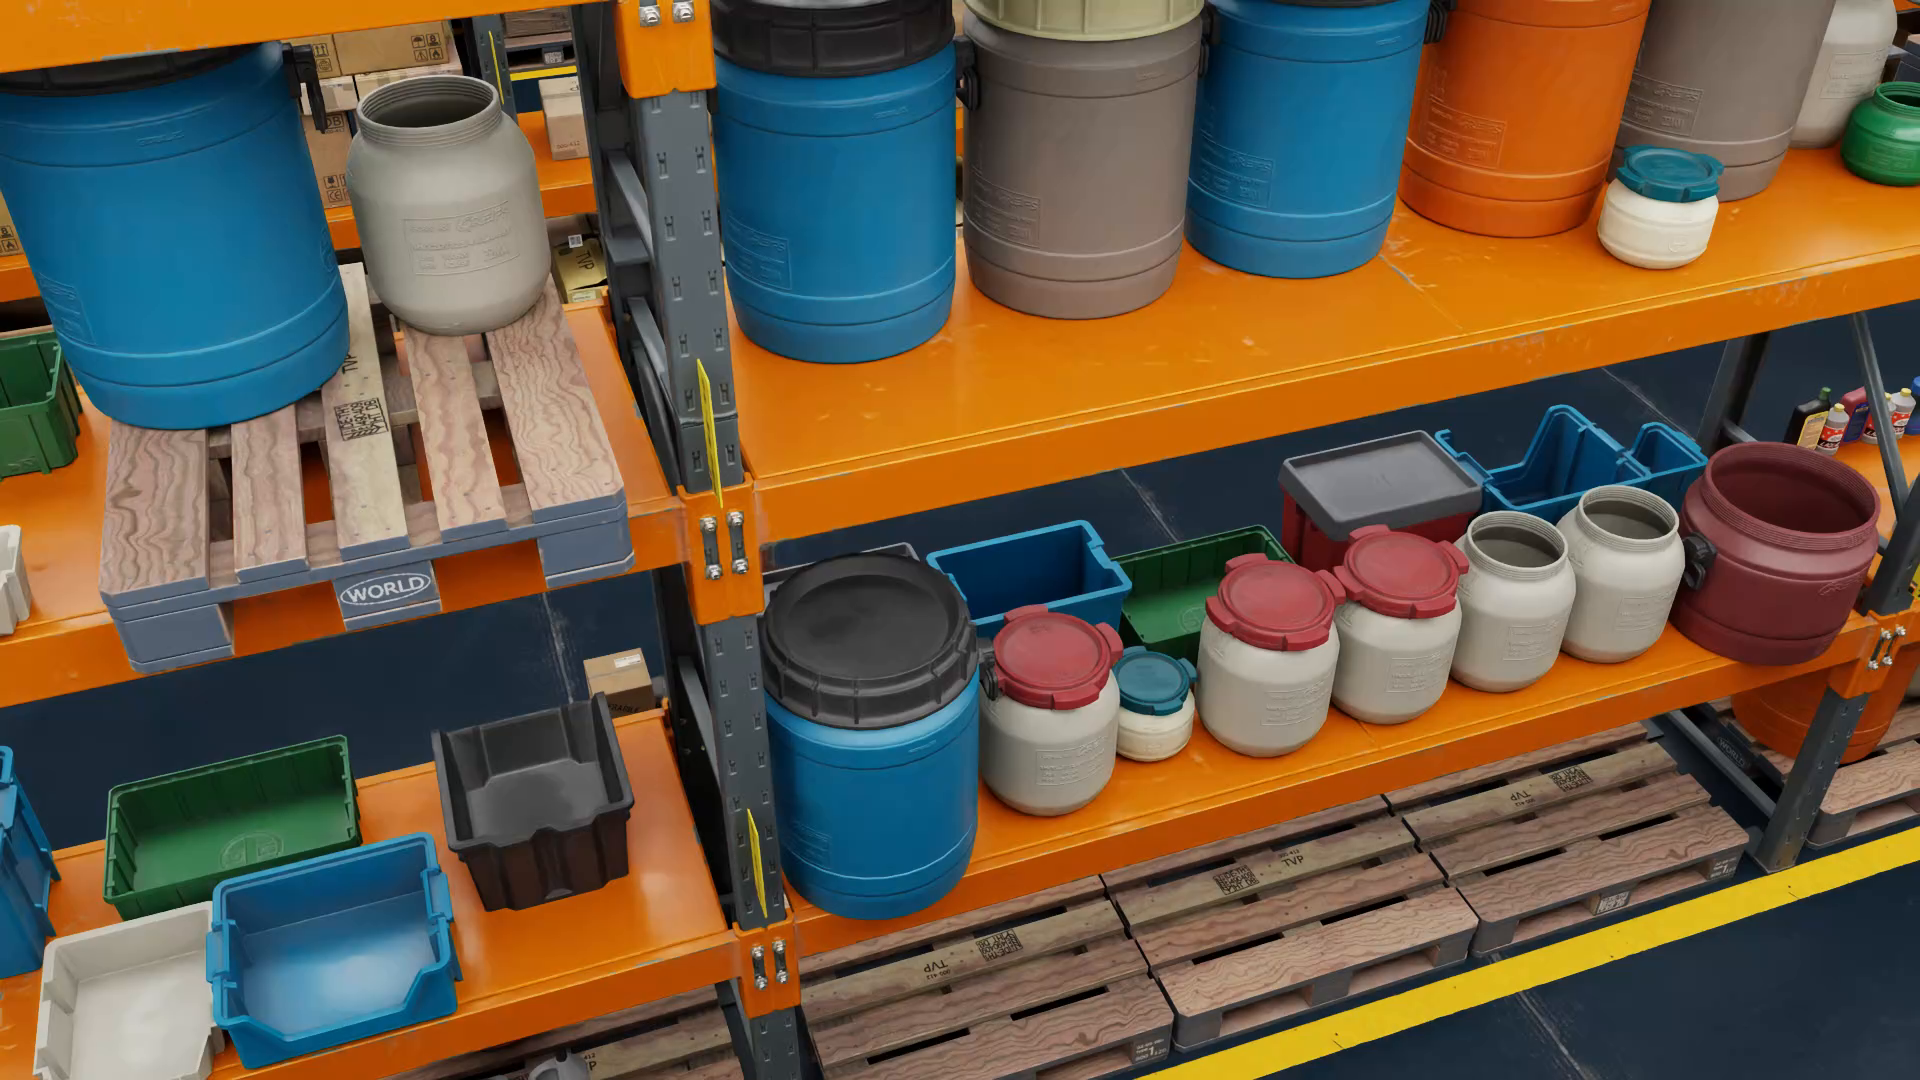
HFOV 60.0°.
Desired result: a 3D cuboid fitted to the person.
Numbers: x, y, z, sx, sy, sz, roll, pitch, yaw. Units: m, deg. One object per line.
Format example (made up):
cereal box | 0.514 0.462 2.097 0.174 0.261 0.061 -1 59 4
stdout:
person | -1.054 -0.100 6.879 0.737 1.761 0.556 -2 38 -3
